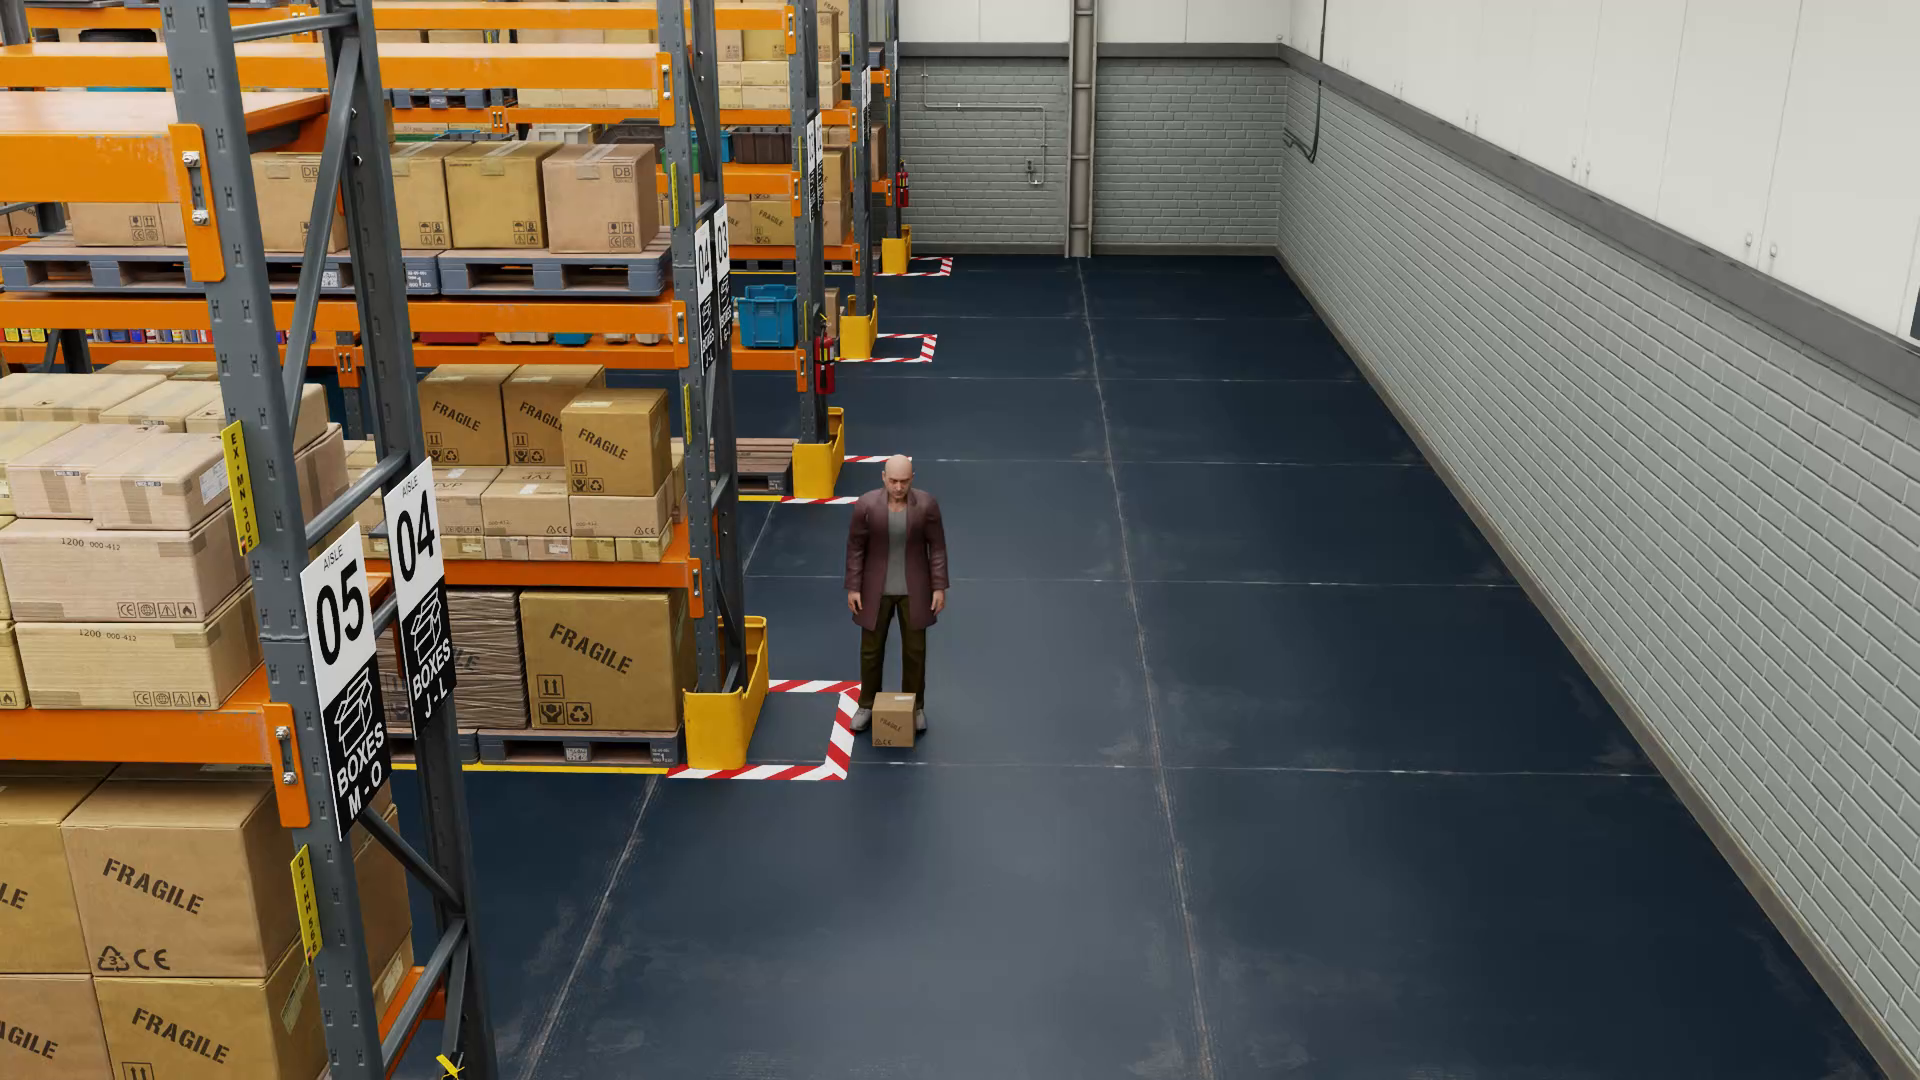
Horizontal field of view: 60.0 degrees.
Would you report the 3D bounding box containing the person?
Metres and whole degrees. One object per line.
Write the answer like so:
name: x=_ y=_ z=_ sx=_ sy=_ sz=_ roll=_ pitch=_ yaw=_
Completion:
person: x=-0.389 y=0.312 z=10.266 sx=0.653 sy=1.773 sz=0.425 roll=-1 pitch=20 yaw=-1
